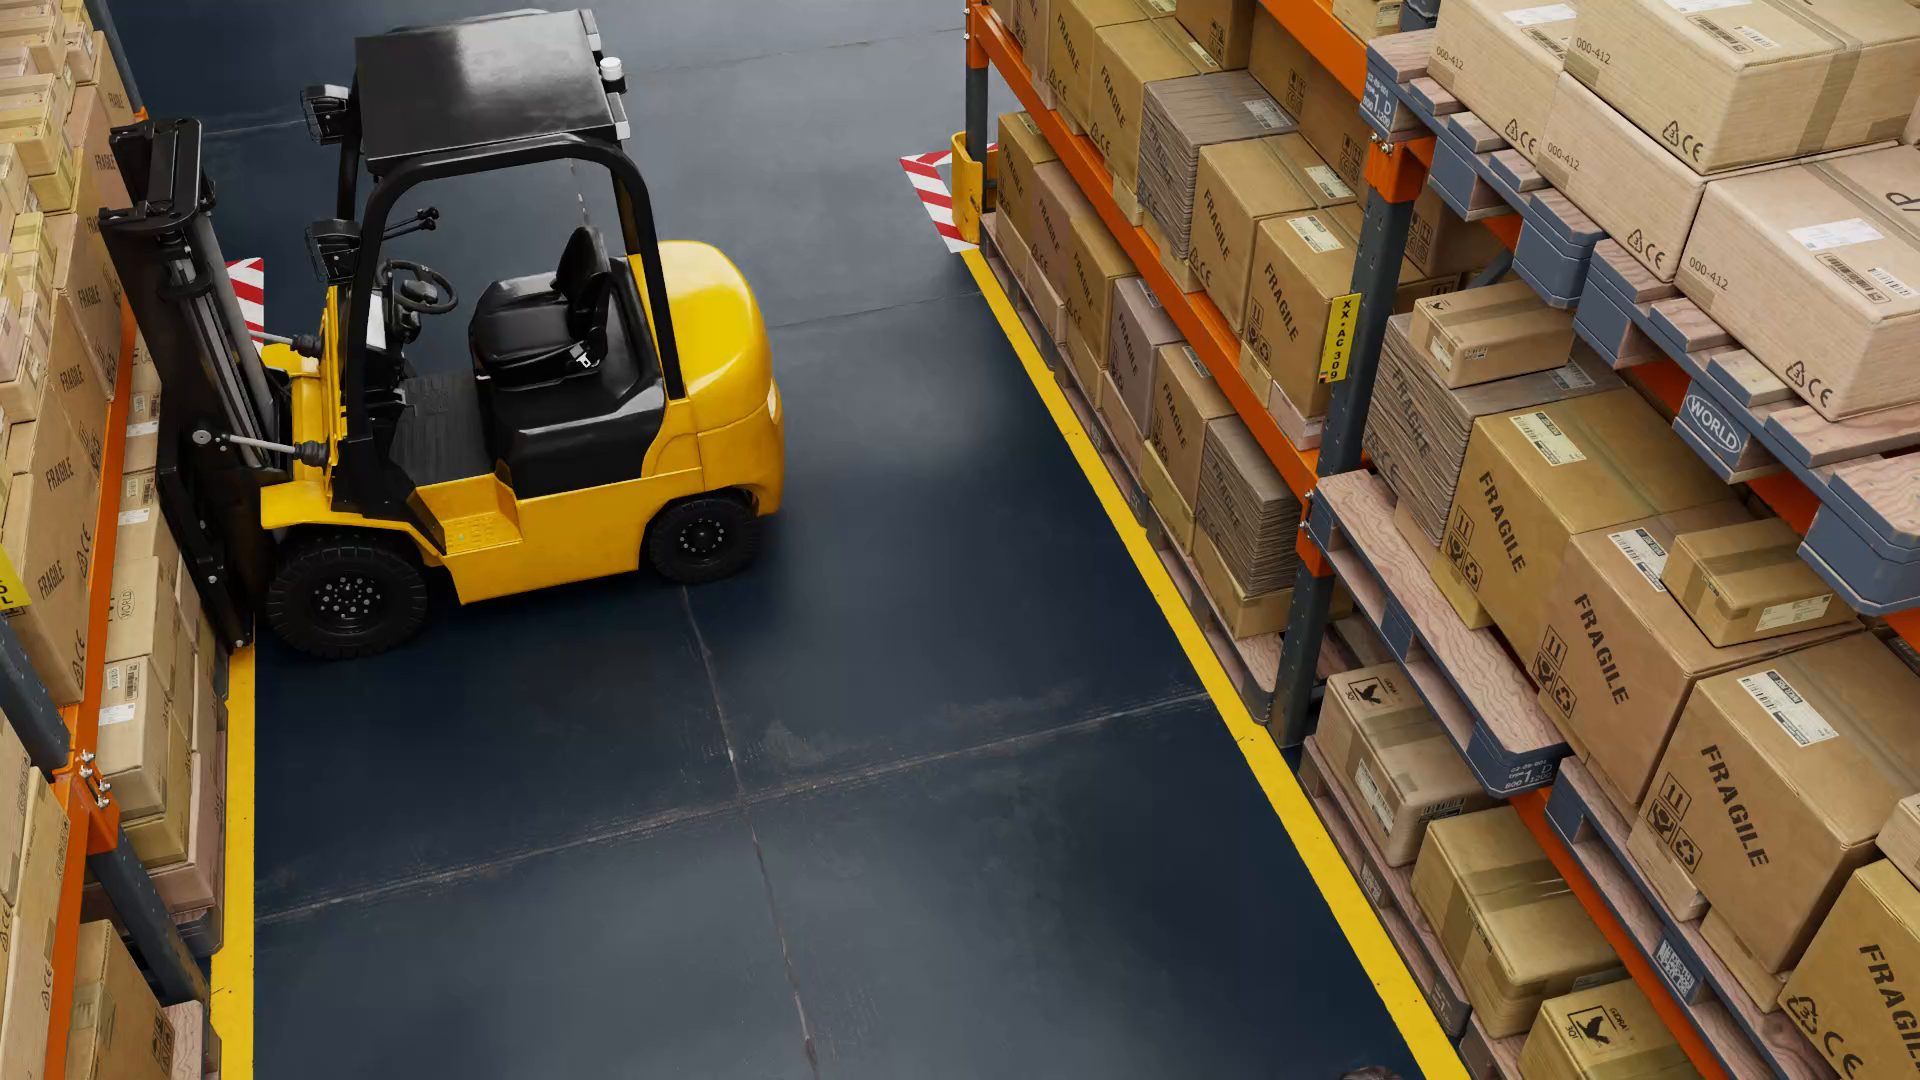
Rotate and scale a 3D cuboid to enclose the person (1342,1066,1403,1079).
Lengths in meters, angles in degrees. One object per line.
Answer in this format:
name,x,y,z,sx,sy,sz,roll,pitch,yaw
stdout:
person,0.959,1.856,4.118,0.454,1.605,0.952,-11,44,-11
